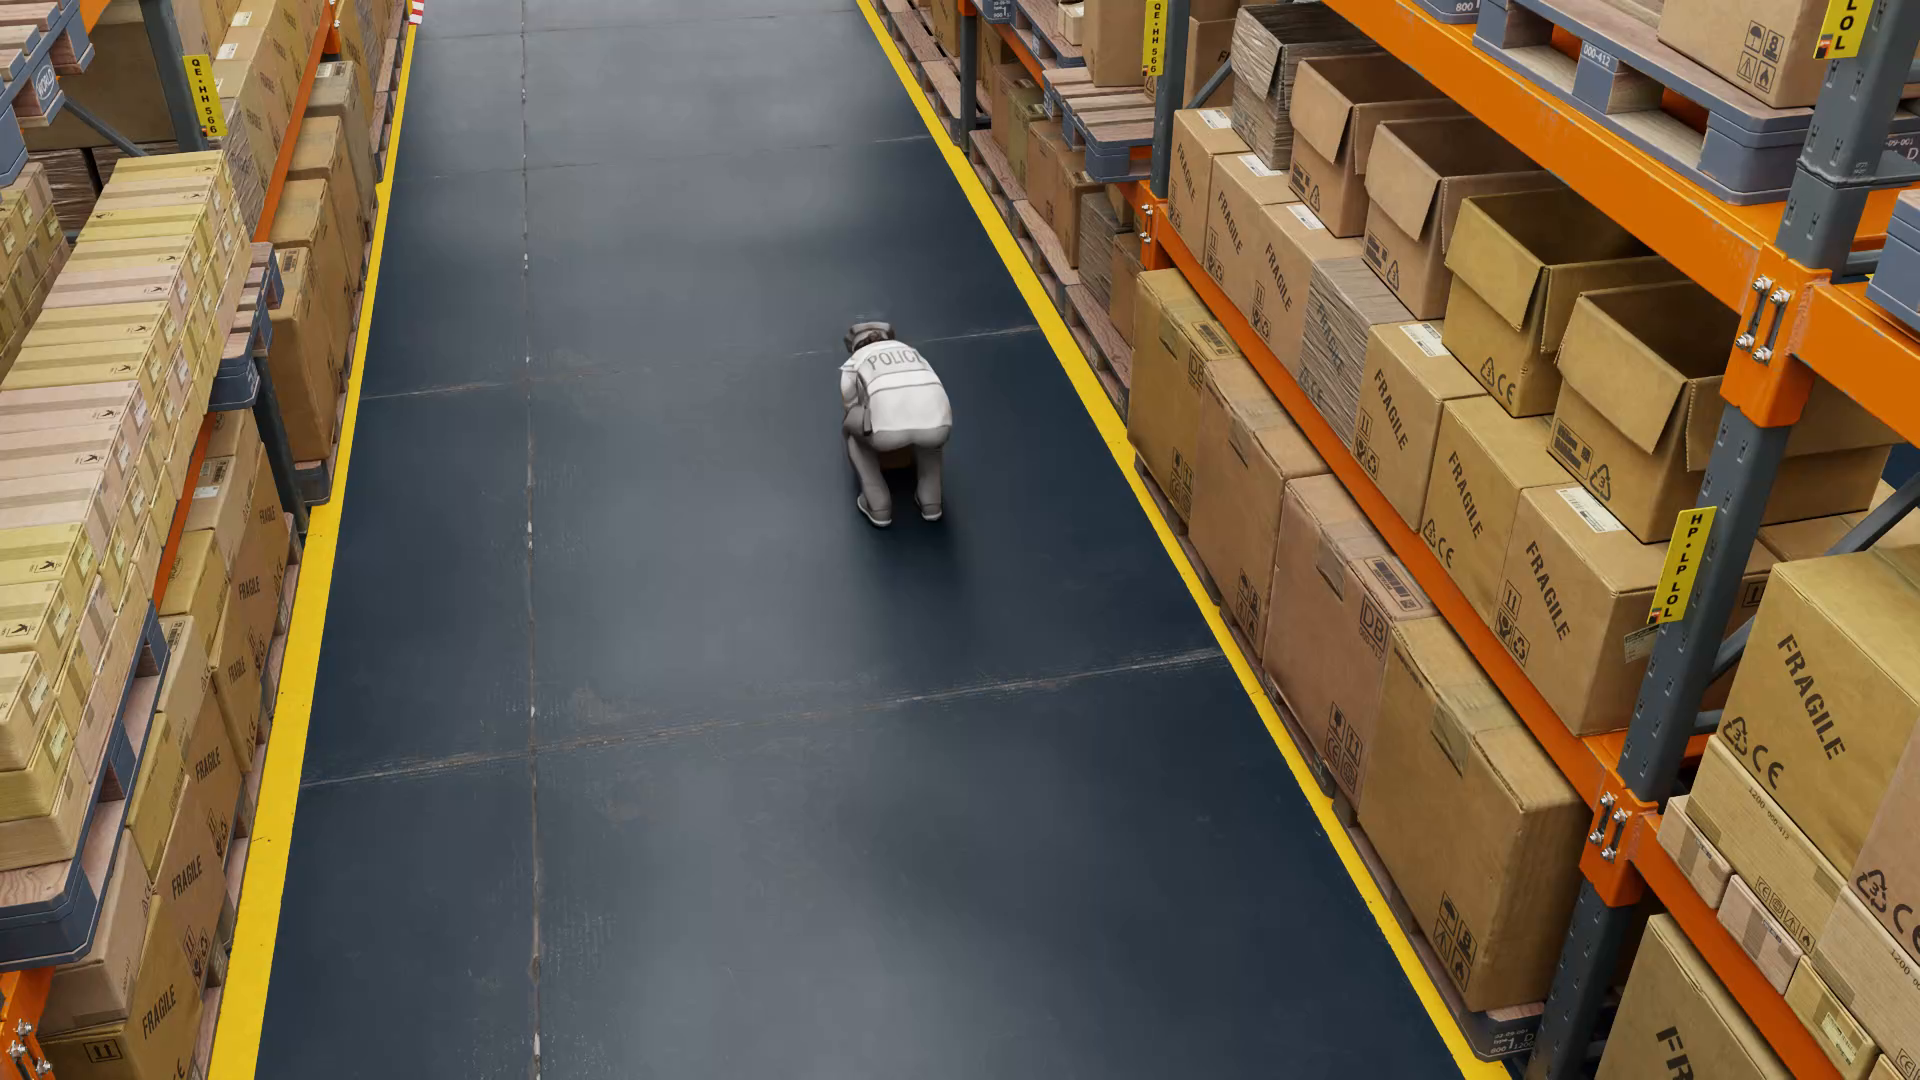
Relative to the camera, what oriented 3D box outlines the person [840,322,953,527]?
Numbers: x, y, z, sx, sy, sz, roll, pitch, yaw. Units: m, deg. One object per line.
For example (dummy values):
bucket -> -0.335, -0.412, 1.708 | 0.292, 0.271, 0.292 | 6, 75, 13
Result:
person -> -0.316, -0.538, 7.738 | 0.465, 0.791, 0.927 | -8, 35, -12
